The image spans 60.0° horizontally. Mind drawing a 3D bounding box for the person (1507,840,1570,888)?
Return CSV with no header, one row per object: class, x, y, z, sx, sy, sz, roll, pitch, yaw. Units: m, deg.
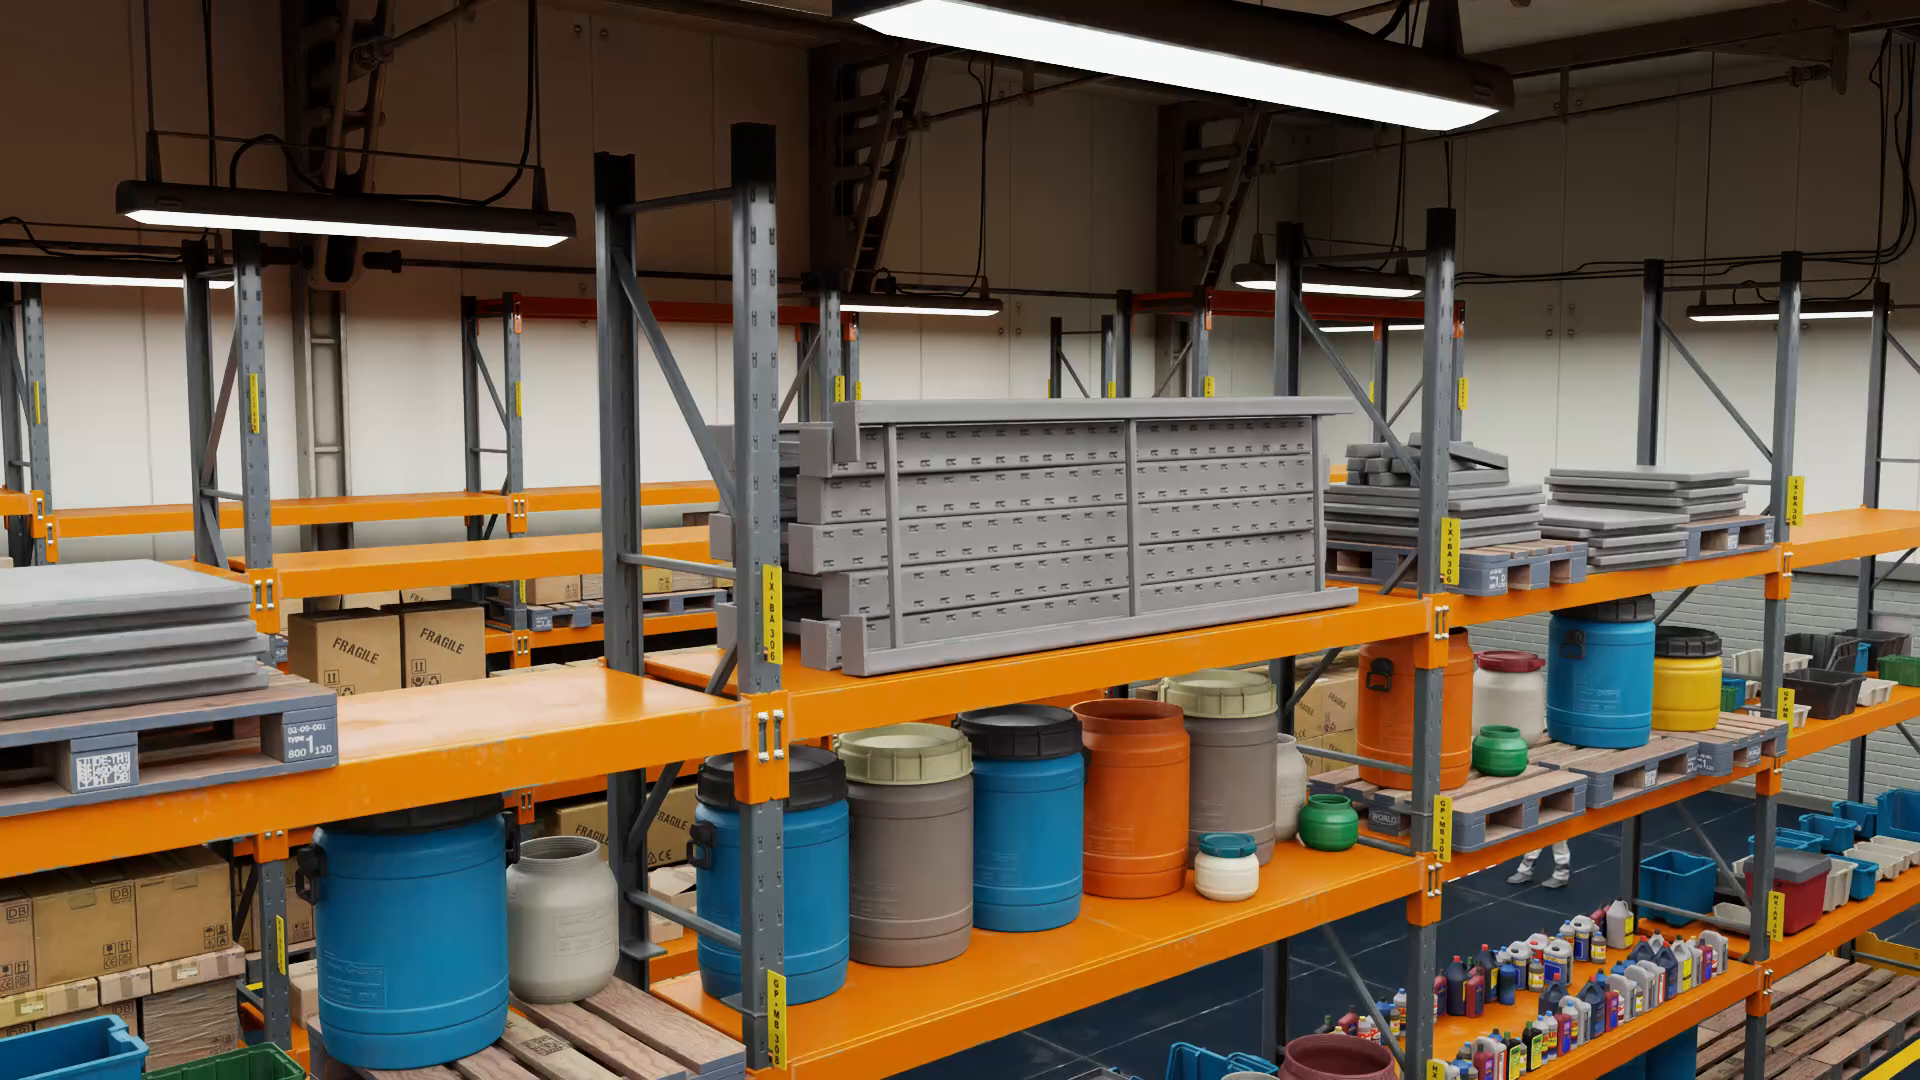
person,5.962,2.669,17.006,0.597,1.792,0.569,-1,5,-7
